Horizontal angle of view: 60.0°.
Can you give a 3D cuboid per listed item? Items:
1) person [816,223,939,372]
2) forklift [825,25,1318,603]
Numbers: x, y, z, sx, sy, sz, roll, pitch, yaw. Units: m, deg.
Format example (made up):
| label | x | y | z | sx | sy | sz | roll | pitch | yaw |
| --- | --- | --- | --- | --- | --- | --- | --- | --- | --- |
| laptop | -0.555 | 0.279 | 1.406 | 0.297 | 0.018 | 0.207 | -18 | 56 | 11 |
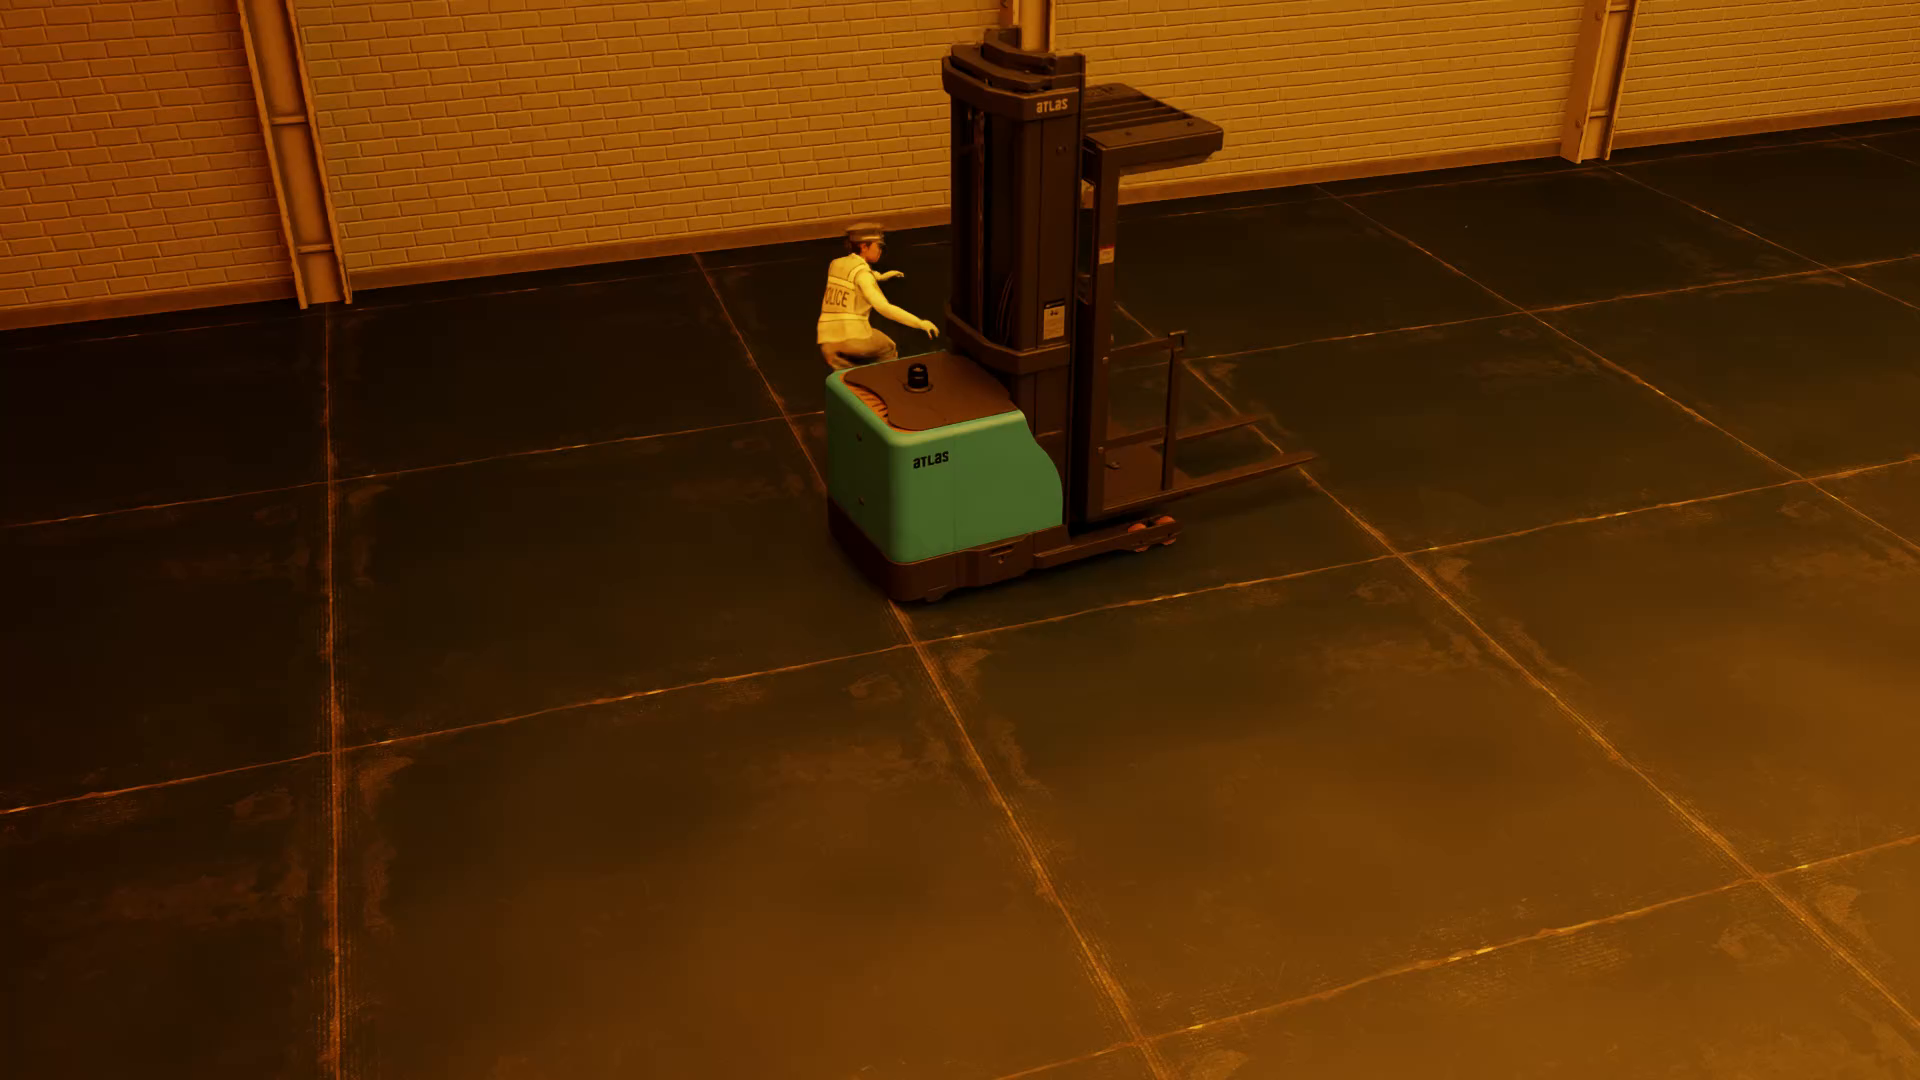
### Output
| label | x | y | z | sx | sy | sz | roll | pitch | yaw |
| --- | --- | --- | --- | --- | --- | --- | --- | --- | --- |
| person | -0.511 | -1.331 | 10.848 | 0.915 | 1.455 | 0.836 | 18 | 34 | 28 |
| forklift | 0.762 | -1.420 | 9.555 | 3.031 | 2.935 | 1.130 | -14 | 33 | -23 |
